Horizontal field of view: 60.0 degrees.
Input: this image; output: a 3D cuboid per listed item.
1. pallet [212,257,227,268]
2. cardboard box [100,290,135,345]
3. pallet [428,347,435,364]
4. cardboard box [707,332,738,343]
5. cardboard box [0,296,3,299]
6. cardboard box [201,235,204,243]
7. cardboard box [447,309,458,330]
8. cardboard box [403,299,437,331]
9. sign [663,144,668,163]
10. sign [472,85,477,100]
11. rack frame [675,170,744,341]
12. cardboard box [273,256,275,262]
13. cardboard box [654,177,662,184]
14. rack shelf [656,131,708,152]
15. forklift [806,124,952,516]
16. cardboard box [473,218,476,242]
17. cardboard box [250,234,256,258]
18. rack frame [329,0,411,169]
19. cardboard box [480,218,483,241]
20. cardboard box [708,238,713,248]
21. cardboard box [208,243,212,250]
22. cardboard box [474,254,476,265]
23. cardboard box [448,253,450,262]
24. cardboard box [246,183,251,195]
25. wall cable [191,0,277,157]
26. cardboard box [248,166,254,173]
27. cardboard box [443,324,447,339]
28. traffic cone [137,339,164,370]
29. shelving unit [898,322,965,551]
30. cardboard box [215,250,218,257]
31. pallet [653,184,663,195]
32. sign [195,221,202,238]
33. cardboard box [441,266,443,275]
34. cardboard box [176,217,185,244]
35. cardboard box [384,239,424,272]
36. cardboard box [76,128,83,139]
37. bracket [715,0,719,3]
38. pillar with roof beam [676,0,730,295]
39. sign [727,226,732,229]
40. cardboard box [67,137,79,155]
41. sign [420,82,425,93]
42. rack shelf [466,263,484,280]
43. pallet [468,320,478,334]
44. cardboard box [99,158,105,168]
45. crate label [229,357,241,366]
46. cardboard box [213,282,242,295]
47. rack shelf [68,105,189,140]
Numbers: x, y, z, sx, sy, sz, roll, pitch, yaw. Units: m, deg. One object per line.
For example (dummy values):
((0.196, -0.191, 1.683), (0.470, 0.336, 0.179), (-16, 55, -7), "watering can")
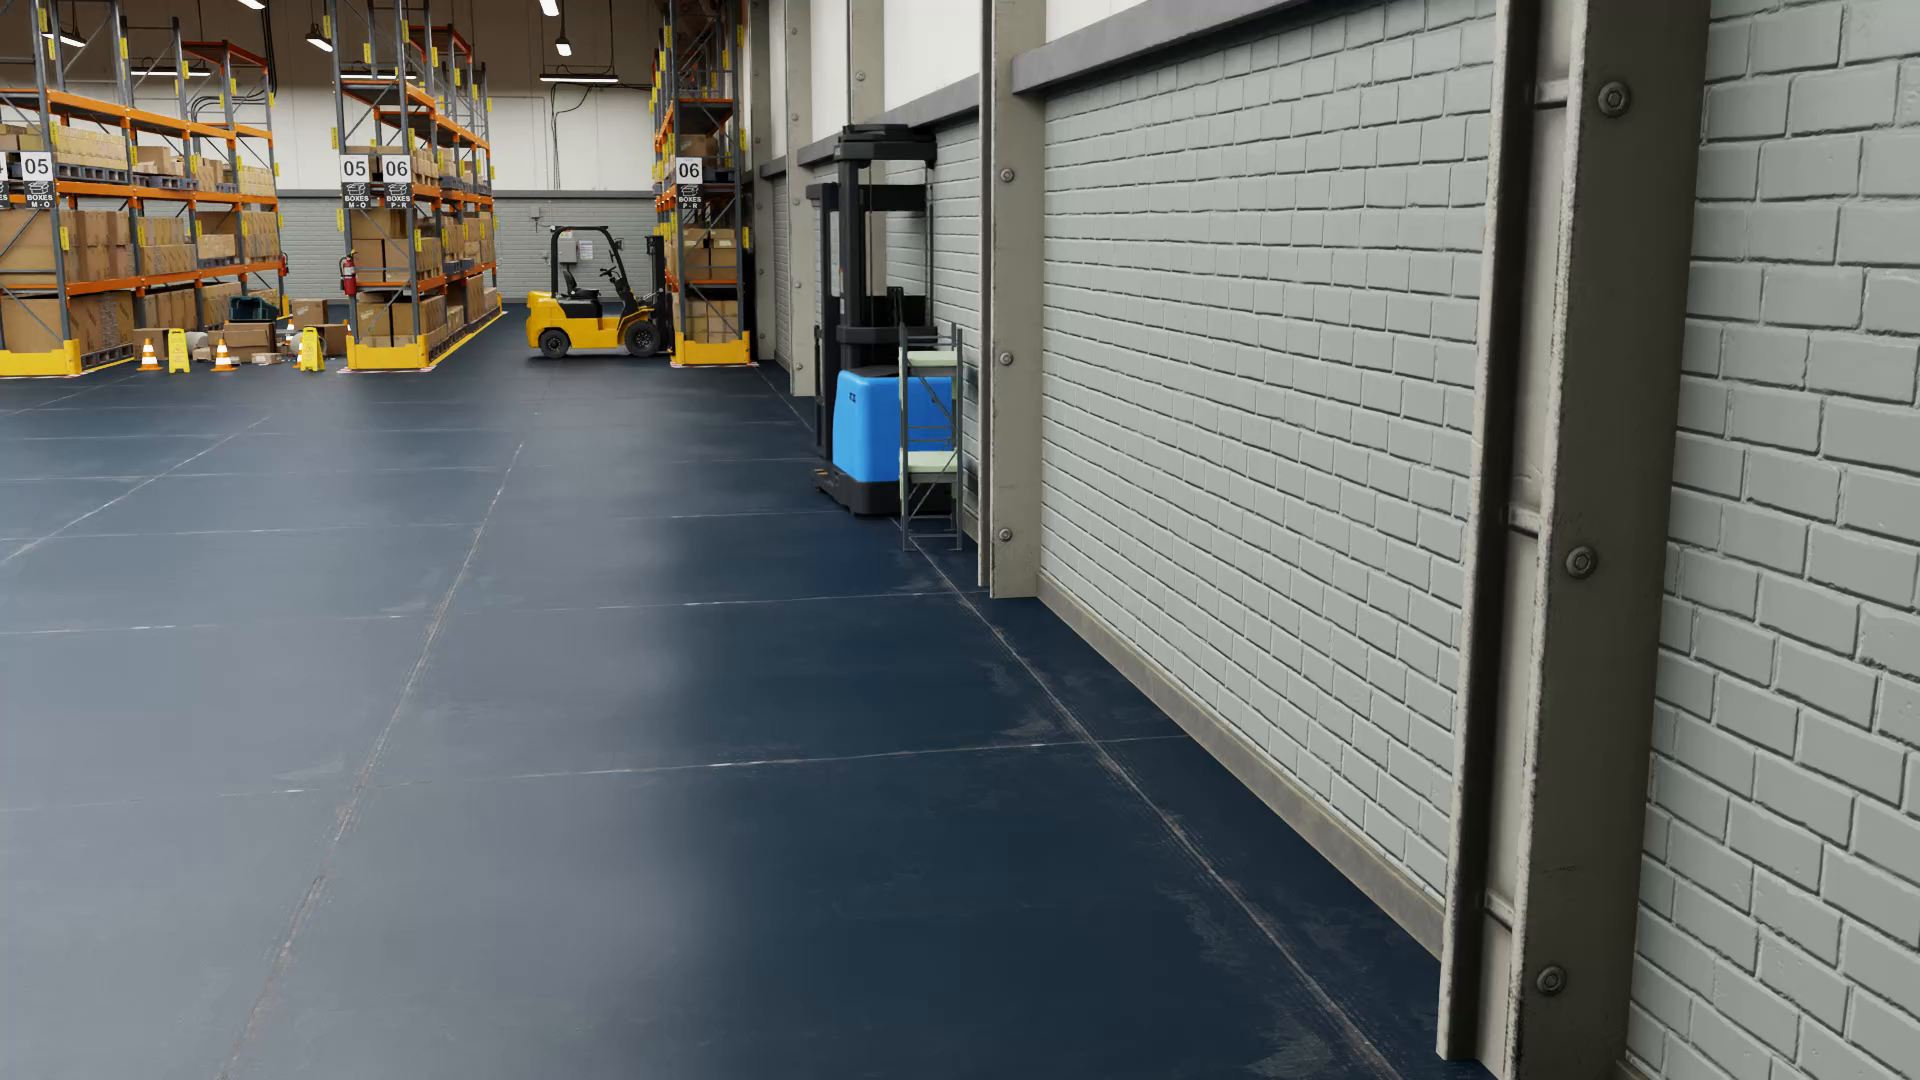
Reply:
((-15.633, -5.665, 33.949), (1.003, 0.211, 1.213), (-2, 11, -11), "pallet")
((-14.376, -3.708, 27.717), (0.875, 0.875, 0.875), (-2, 11, -10), "cardboard box")
((-8.954, -2.923, 26.490), (1.003, 0.211, 1.213), (-2, 11, -11), "pallet")
((-3.852, -3.263, 27.047), (0.500, 0.250, 0.500), (-2, 11, -11), "cardboard box")
((-20.727, -5.015, 34.582), (1.225, 0.875, 0.875), (-2, 11, -11), "cardboard box")
((-15.206, -5.959, 32.938), (0.380, 0.149, 0.250), (-2, 11, -11), "cardboard box")
((-9.979, -4.133, 31.294), (0.950, 0.372, 0.625), (-2, 11, -9), "cardboard box")
((-8.903, -3.703, 27.355), (0.500, 0.500, 0.500), (-2, 11, -10), "cardboard box")
((-5.256, -6.904, 29.701), (0.100, 0.325, 0.005), (-2, 11, -11), "sign")
((-10.620, -9.796, 36.389), (0.100, 0.325, 0.005), (-2, 11, -11), "sign")
((-3.948, -4.310, 26.318), (1.000, 3.000, 0.127), (-2, 11, -11), "rack frame")
((-16.412, -6.645, 39.257), (0.380, 0.149, 0.250), (-2, 11, -11), "cardboard box")
((-6.598, -7.998, 36.956), (0.380, 0.149, 0.250), (-2, 11, -10), "cardboard box")
((-5.893, -8.541, 35.498), (1.077, 0.370, 4.000), (-2, 11, -11), "rack shelf")
((-0.635, -1.853, 13.592), (1.130, 2.935, 3.031), (-3, 11, -15), "forklift")
((-10.630, -6.609, 35.455), (0.500, 0.500, 0.500), (-2, 11, -9), "cardboard box")
((-15.938, -6.517, 36.850), (0.500, 0.500, 0.500), (-2, 11, -11), "cardboard box")
((-8.816, -7.076, 24.805), (1.000, 3.000, 0.127), (-2, 11, -11), "rack frame")
((-11.005, -6.966, 37.332), (0.500, 0.500, 0.500), (-2, 11, -11), "cardboard box")
((-3.870, -4.792, 26.850), (0.380, 0.149, 0.250), (-2, 11, -11), "cardboard box")
((-15.312, -5.913, 33.493), (0.380, 0.149, 0.250), (-2, 11, -11), "cardboard box")
((-10.638, -5.996, 35.578), (0.500, 0.250, 0.500), (-2, 11, -13), "cardboard box")
((-9.432, -5.104, 30.040), (0.380, 0.149, 0.250), (-2, 11, -10), "cardboard box")
((-15.924, -7.717, 36.597), (0.500, 0.250, 0.500), (-2, 11, -12), "cardboard box")
((-19.368, -12.393, 44.136), (2.277, 5.999, 0.120), (-2, 11, -11), "wall cable")
((-16.014, -8.277, 37.138), (0.380, 0.149, 0.250), (-2, 11, -8), "cardboard box")
((-9.216, -3.619, 28.920), (0.500, 0.250, 0.500), (-2, 11, -8), "cardboard box")
((-12.362, -2.833, 25.343), (0.336, 0.463, 0.334), (-2, 11, -11), "traffic cone")
((-0.205, -0.733, 11.537), (0.431, 1.500, 0.755), (-1, 11, -3), "shelving unit")
((-15.406, -5.861, 34.014), (0.380, 0.149, 0.250), (-2, 11, -13), "cardboard box")
((-6.019, -7.580, 35.978), (1.213, 0.211, 1.003), (-2, 11, -11), "pallet")
((-14.664, -5.987, 32.033), (0.100, 0.325, 0.005), (-2, 11, -11), "sign")
((-9.233, -4.691, 28.993), (0.380, 0.149, 0.250), (-2, 11, -12), "cardboard box")
((-15.131, -5.855, 31.494), (0.700, 0.500, 0.500), (-2, 11, -11), "cardboard box")
((-8.636, -4.421, 25.838), (0.500, 0.500, 0.500), (-2, 11, -12), "cardboard box")
((-13.602, -6.187, 25.305), (0.380, 0.149, 0.250), (-2, 11, -12), "cardboard box")
((-4.129, -9.721, 29.078), (0.076, 0.066, 4.783), (-2, 11, -11), "bracket")
((-9.756, -9.462, 37.341), (9.100, 9.000, 0.548), (-2, 11, -11), "pillar with roof beam")
((-4.182, -5.528, 30.192), (0.100, 0.325, 0.005), (-2, 11, -11), "sign")
((-13.594, -5.922, 24.983), (0.500, 0.250, 0.500), (-2, 11, -12), "cardboard box")
((-11.699, -9.798, 36.184), (0.100, 0.325, 0.005), (-2, 11, -11), "sign")
((-10.761, -5.609, 35.069), (1.077, 0.370, 4.000), (-2, 11, -11), "rack shelf")
((-10.452, -4.373, 34.110), (1.003, 0.211, 1.213), (-2, 11, -11), "pallet")
((-13.796, -5.981, 26.355), (0.380, 0.149, 0.250), (-2, 11, -12), "cardboard box")
((-11.402, -2.794, 26.008), (0.250, 0.136, 0.298), (-9, 14, -40), "crate label")
((-15.593, -5.350, 35.341), (0.500, 0.250, 0.500), (-2, 11, -13), "cardboard box")
((-14.819, -7.428, 29.648), (1.077, 0.370, 4.000), (-2, 11, -11), "rack shelf")
